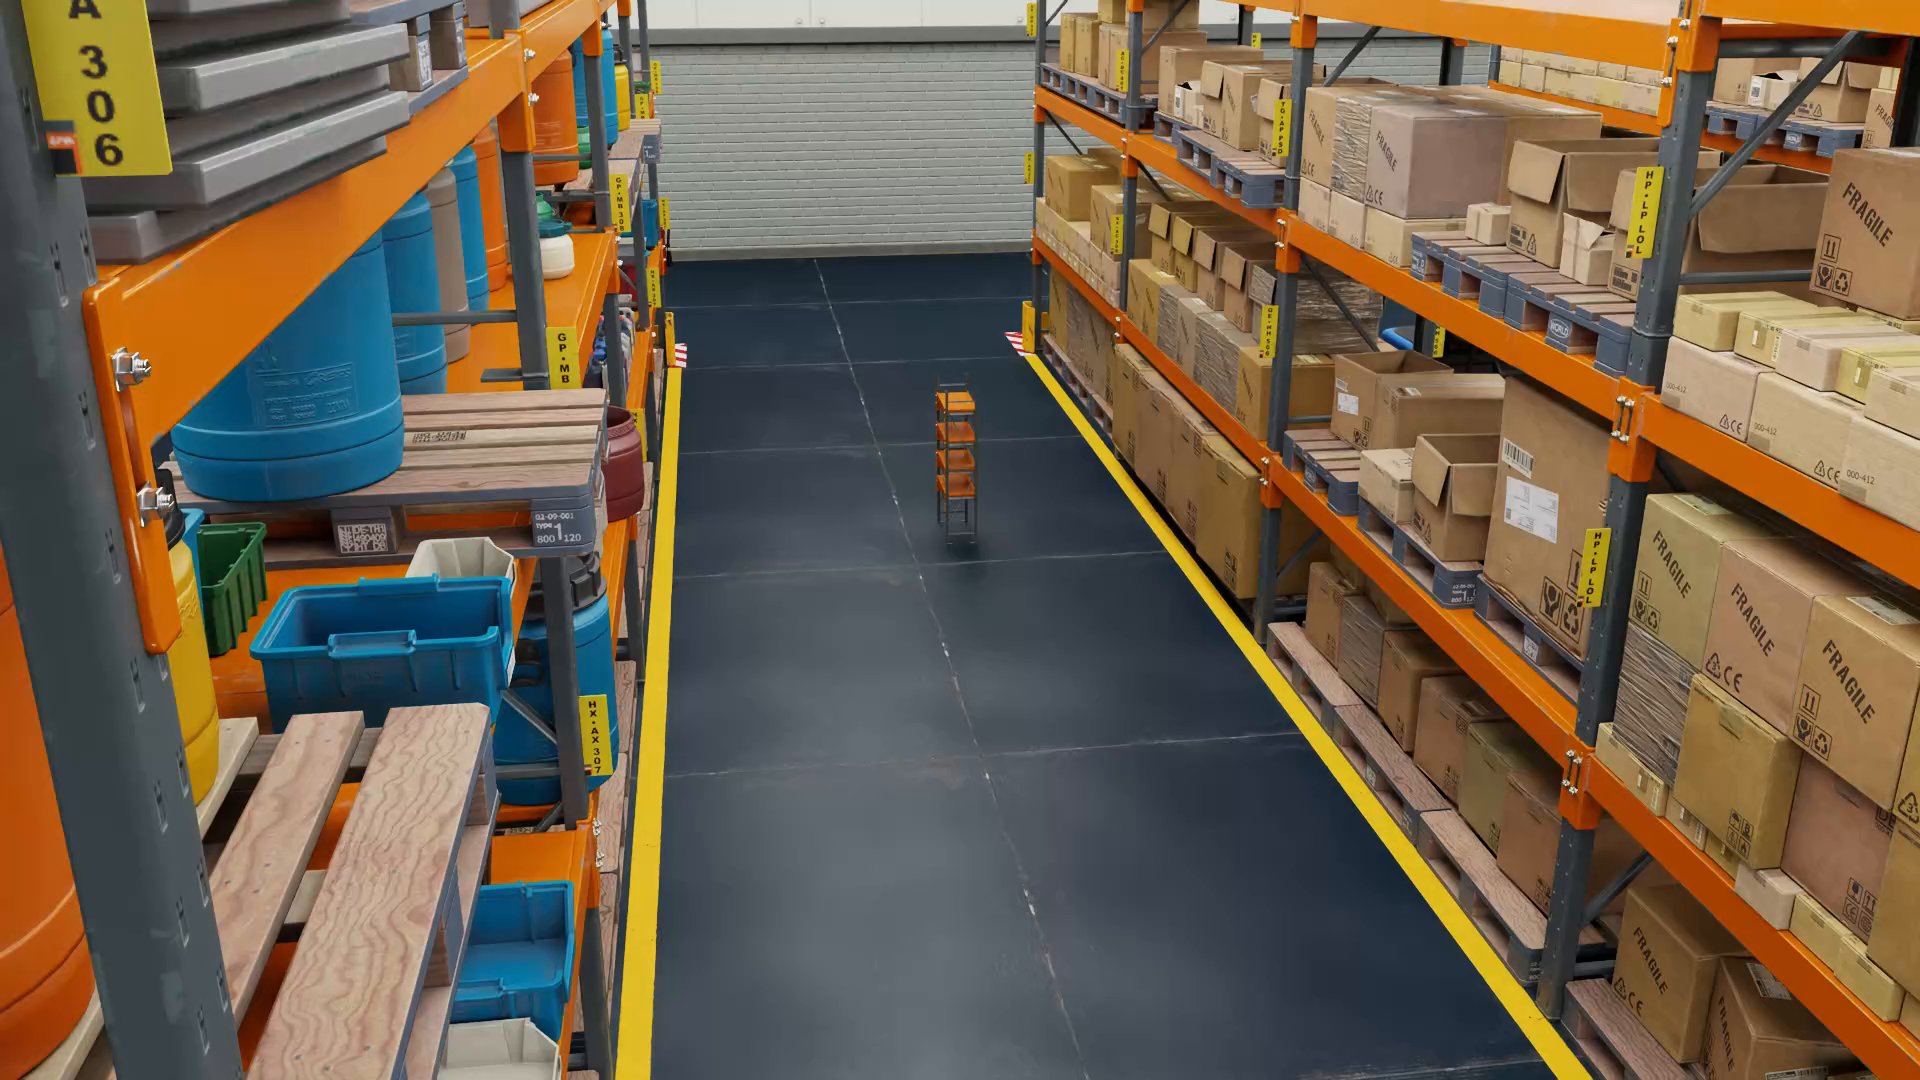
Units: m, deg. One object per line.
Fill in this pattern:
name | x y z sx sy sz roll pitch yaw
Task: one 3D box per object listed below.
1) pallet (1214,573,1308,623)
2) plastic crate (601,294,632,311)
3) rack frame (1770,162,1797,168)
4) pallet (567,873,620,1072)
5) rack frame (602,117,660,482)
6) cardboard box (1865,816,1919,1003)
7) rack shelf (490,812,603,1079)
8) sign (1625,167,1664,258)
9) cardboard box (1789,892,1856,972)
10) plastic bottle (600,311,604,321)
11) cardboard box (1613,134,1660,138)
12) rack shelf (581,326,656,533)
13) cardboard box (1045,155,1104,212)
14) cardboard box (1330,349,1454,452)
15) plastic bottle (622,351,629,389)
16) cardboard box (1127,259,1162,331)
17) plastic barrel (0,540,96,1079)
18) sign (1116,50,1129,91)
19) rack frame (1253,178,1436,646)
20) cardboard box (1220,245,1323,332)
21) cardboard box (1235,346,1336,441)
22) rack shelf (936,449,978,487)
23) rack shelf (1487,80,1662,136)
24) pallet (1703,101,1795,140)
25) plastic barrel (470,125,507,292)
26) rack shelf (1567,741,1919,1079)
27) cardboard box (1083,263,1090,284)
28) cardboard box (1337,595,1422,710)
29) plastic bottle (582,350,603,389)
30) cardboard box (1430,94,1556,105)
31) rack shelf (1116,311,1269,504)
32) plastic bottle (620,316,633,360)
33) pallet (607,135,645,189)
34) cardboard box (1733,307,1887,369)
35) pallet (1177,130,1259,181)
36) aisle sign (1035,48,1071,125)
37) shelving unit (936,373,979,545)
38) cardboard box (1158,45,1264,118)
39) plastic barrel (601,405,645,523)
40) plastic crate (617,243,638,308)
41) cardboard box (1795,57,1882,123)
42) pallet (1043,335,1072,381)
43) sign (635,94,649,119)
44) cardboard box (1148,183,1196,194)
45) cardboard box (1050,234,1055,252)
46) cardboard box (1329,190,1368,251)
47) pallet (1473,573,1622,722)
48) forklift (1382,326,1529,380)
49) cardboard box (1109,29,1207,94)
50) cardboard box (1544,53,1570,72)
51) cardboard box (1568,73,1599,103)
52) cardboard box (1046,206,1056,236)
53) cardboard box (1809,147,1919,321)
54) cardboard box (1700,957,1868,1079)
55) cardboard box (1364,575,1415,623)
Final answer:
pallet | 2.402 0.268 11.698 1.003 0.211 1.213 -3 21 -8
plastic crate | -2.963 -1.970 13.994 0.396 0.136 0.243 -3 21 -8
rack frame | 6.787 -2.362 14.753 1.000 3.000 0.127 -3 21 -8
pallet | -2.035 1.909 7.303 1.003 0.211 1.213 -3 21 -8
rack frame | -3.037 -1.897 13.508 1.000 3.000 0.127 -3 21 -8
cardboard box | 3.261 1.114 4.879 0.875 0.500 0.500 -3 21 -8
rack shelf | -1.596 1.902 4.364 1.077 0.370 4.000 -3 21 -8
sign | 2.469 -1.180 5.998 0.100 0.325 0.005 -3 21 -8
cardboard box | 2.955 1.262 5.409 0.380 0.149 0.250 -3 21 -8
plastic bottle | -2.723 -1.565 12.689 0.144 0.351 0.185 -3 21 -8
cardboard box | 6.759 -3.718 16.386 0.500 0.500 0.500 -4 21 -10
rack shelf | -2.749 -0.868 11.780 1.077 0.370 4.000 -3 21 -8
cardboard box | 1.162 -3.599 16.783 0.500 0.500 0.500 -3 21 -9
cardboard box | 2.558 -0.820 9.883 0.500 0.500 0.500 -6 21 -14
plastic bottle | -2.404 -1.216 11.853 0.061 0.283 0.133 -3 21 -8
cardboard box | 1.683 -2.022 13.699 0.500 0.500 0.500 -3 21 -8
plastic barrel | -1.503 0.293 2.144 0.600 0.830 0.708 -3 21 -8
sign | 1.315 -3.803 13.471 0.100 0.325 0.005 -3 21 -8
rack frame | 2.441 -0.762 10.469 1.000 3.000 0.127 -3 21 -8
cardboard box | 2.260 -1.758 11.560 0.797 0.503 0.637 -2 21 -6
cardboard box | 2.124 -0.967 10.875 0.500 0.500 0.500 -2 21 -6
rack shelf | -0.024 -0.556 12.683 0.258 0.148 0.480 -3 21 -8
rack shelf | 6.499 -4.123 16.208 1.077 0.370 4.000 -3 21 -8
pallet | 6.771 -3.460 13.674 1.213 0.211 1.003 -3 21 -8
plastic barrel | -2.463 -1.597 7.803 0.600 0.830 0.708 -3 21 -8
rack shelf | 3.306 1.653 5.033 1.077 0.370 4.000 -3 21 -8
cardboard box | 1.347 -2.474 15.413 0.380 0.149 0.250 -3 21 -7
cardboard box | 2.650 0.625 9.698 0.700 0.500 0.500 -5 21 -12
plastic bottle | -2.553 -1.136 11.542 0.144 0.351 0.185 -3 21 -8
cardboard box | 2.842 -2.119 8.957 0.500 0.500 0.500 -3 21 -8
rack shelf | 2.153 -1.117 12.449 1.077 0.370 4.000 -3 21 -8
plastic bottle | -2.554 -1.508 12.537 0.144 0.351 0.185 -3 21 -8
pallet | -2.661 -2.555 11.252 1.003 0.211 1.213 -3 21 -8
cardboard box | 2.865 -0.682 5.612 0.380 0.149 0.250 -4 21 -10
pallet | 2.131 -2.686 11.603 1.003 0.211 1.213 -2 21 -5
aisle sign | 0.980 -4.759 17.456 0.394 0.787 0.004 -3 21 -8
shelving unit | -0.024 -0.619 12.660 0.258 1.200 0.503 -3 21 -8
cardboard box | 1.958 -3.595 13.025 0.700 0.500 0.500 -2 21 -6
plastic barrel | -2.094 -0.430 9.387 0.600 0.536 0.708 -3 21 -8
plastic crate | -2.918 -2.277 14.348 0.402 0.464 0.583 -3 21 -8
cardboard box | 6.880 -3.471 12.687 0.797 0.503 0.637 -3 21 -8
pallet | 1.480 -1.952 17.642 1.003 0.211 1.213 -3 21 -8
sign | -2.492 -3.333 13.054 0.100 0.325 0.005 -3 21 -8
cardboard box | 1.985 -2.917 14.956 0.500 0.500 0.500 -3 21 -8
cardboard box | 1.127 -3.007 16.839 0.380 0.149 0.250 -3 21 -9
cardboard box | 2.330 -1.743 9.024 0.500 0.250 0.500 -2 21 -6
pallet | 3.051 0.441 7.523 1.003 0.211 1.213 -3 21 -8
forklift | 4.433 -1.755 13.227 1.130 2.935 3.031 -3 21 -8
cardboard box | 1.692 -4.110 14.261 0.700 0.500 0.500 -4 21 -11
cardboard box | 6.154 -4.795 16.479 0.500 0.250 0.500 -3 21 -7
cardboard box | 6.244 -4.374 16.067 0.500 0.250 0.500 -3 21 -8
cardboard box | 1.171 -3.241 16.897 0.500 0.250 0.500 -3 21 -8
cardboard box | 3.335 -1.060 5.696 0.500 0.500 0.500 -4 21 -9
cardboard box | 3.126 1.936 6.219 0.500 0.500 0.500 4 21 9
cardboard box | 2.654 0.265 9.591 0.500 0.250 0.500 -1 20 -2
